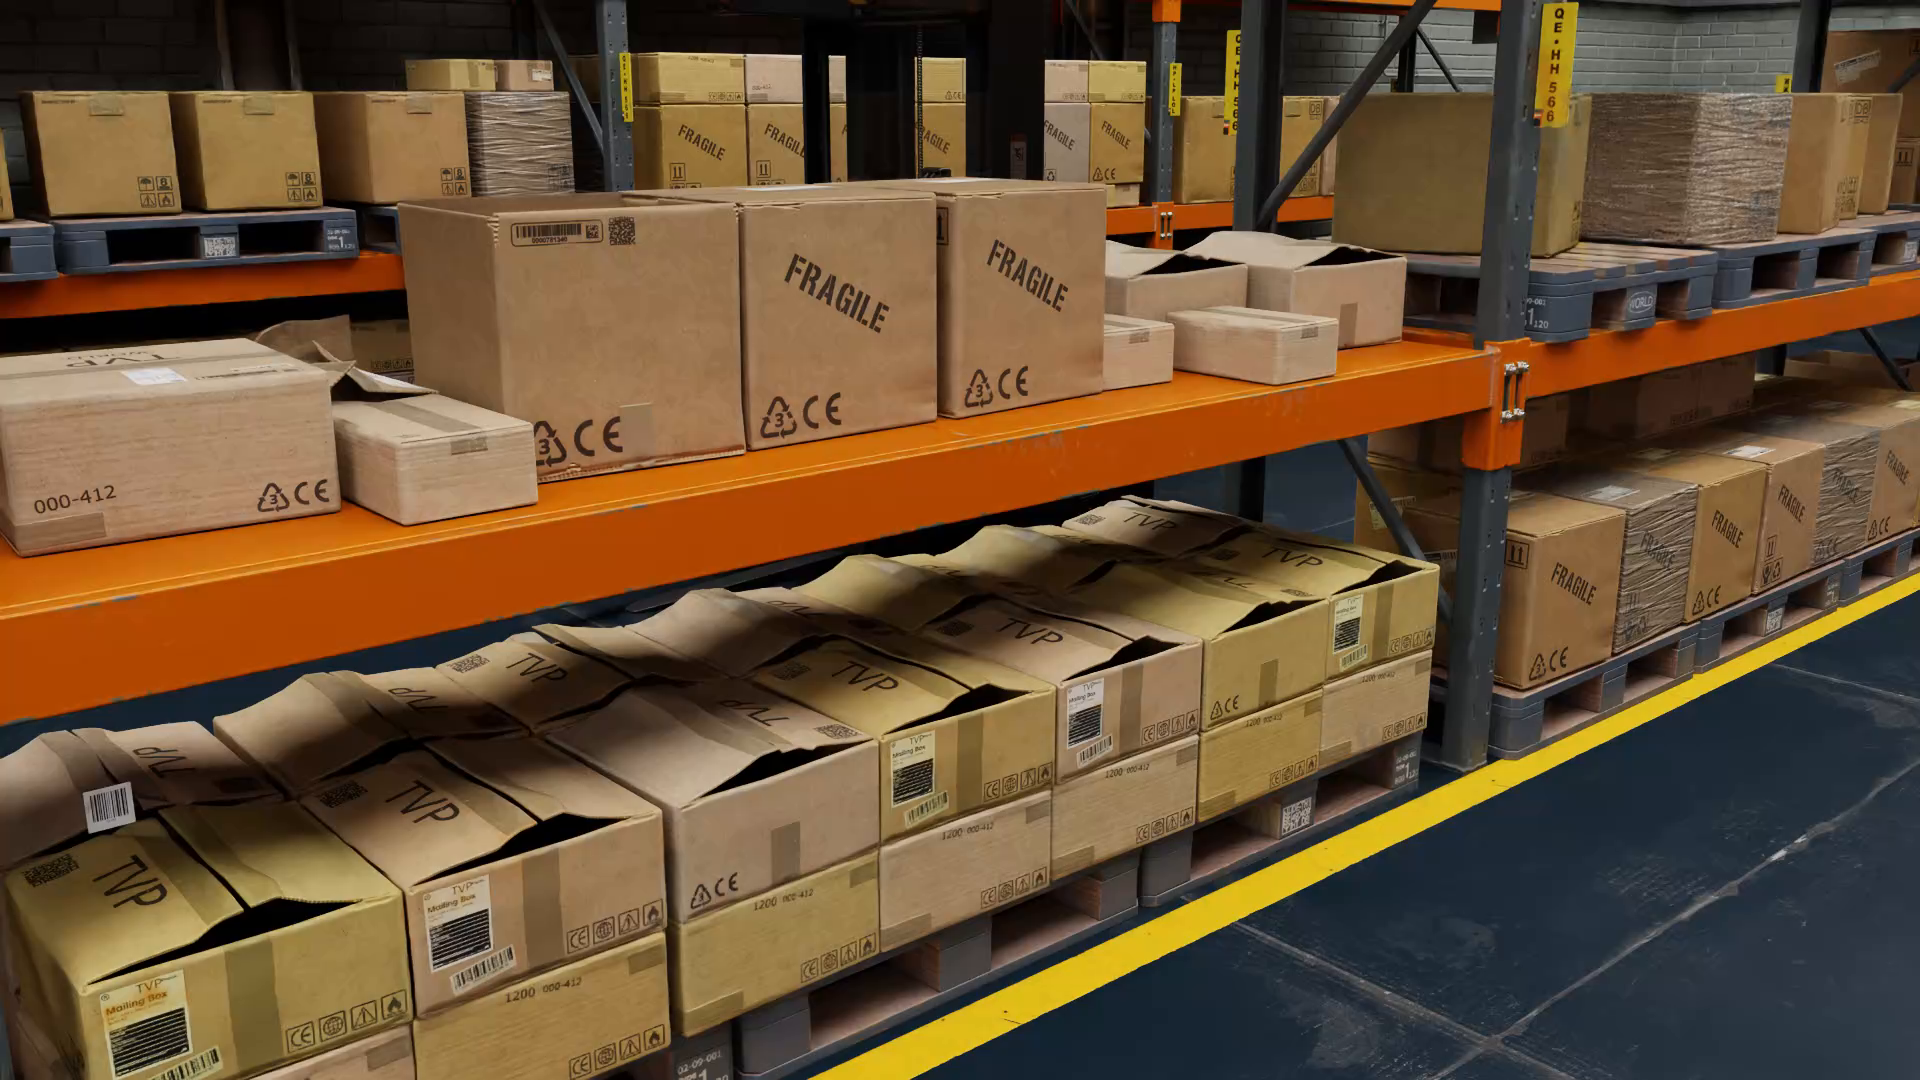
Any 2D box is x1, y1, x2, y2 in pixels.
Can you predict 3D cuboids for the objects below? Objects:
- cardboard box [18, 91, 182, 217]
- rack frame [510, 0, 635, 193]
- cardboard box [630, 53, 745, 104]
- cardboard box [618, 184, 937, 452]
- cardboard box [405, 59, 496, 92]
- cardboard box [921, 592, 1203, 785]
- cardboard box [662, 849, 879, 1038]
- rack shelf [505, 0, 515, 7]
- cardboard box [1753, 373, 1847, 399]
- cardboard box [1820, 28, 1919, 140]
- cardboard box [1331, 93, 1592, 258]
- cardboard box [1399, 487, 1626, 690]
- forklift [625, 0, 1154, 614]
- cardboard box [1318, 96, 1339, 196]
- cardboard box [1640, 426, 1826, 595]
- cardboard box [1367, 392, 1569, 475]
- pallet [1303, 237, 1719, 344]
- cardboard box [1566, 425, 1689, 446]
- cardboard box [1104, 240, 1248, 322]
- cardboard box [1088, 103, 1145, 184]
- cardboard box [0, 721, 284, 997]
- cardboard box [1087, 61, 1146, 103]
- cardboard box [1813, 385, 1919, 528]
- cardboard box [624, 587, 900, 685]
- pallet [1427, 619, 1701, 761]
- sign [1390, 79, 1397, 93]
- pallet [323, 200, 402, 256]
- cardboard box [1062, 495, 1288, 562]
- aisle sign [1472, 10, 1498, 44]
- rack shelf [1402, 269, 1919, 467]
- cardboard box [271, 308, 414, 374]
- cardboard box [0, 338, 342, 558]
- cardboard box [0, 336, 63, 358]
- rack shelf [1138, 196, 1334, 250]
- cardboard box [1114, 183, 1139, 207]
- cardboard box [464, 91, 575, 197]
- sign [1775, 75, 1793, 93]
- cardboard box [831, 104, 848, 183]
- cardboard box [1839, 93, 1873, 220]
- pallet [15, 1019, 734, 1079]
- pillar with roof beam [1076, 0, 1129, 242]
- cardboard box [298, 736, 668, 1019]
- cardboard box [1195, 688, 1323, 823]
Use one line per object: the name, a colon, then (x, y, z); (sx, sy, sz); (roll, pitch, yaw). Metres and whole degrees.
cardboard box: (-3.710, -1.676, 7.165); (0.500, 0.500, 0.700); (-10, 18, -32)
rack frame: (-2.001, -1.802, 8.684); (0.127, 3.000, 1.000); (-13, 19, -39)
cardboard box: (-1.468, -2.398, 8.651); (0.500, 0.250, 0.500); (-12, 19, -38)
cardboard box: (-0.399, -0.510, 3.653); (0.500, 0.500, 0.500); (-13, 19, -39)
cardboard box: (-2.475, -2.255, 8.075); (0.380, 0.149, 0.250); (12, 19, 38)
cardboard box: (0.249, 0.327, 4.140); (0.500, 0.311, 0.500); (-13, 20, -40)
cardboard box: (-0.522, 0.770, 3.569); (0.500, 0.250, 0.500); (-13, 20, -41)
rack shelf: (-3.510, -2.565, 7.121); (4.000, 0.370, 1.077); (-13, 19, -39)
cardboard box: (3.746, -0.486, 7.749); (0.500, 0.500, 0.500); (-14, 20, -42)
cardboard box: (4.482, -2.183, 7.980); (0.500, 0.500, 0.500); (-13, 19, -39)
cardboard box: (1.654, -1.218, 5.490); (0.700, 0.500, 0.500); (8, 17, 28)
cardboard box: (1.784, 0.135, 5.422); (0.500, 0.500, 0.500); (-12, 19, -37)
forklift: (-0.414, -1.294, 6.914); (1.130, 2.935, 3.031); (13, 20, 39)
cardboard box: (2.533, -2.961, 12.442); (0.700, 0.700, 0.980); (-14, 20, -42)
cardboard box: (2.947, -0.128, 6.407); (0.500, 0.500, 0.500); (-14, 20, -41)
cardboard box: (1.844, -0.420, 6.048); (0.500, 0.250, 0.500); (-12, 19, -37)
pallet: (1.718, -0.874, 5.582); (1.003, 0.211, 1.213); (-13, 19, -39)
cardboard box: (2.587, -0.225, 6.771); (0.500, 0.500, 0.500); (-14, 20, -41)
cardboard box: (0.451, -0.681, 4.661); (0.500, 0.311, 0.500); (-13, 20, -40)
cardboard box: (0.833, -2.554, 10.690); (0.500, 0.500, 0.500); (-13, 20, -40)
cardboard box: (-1.647, 0.570, 3.233); (0.500, 0.311, 0.500); (-13, 19, -39)
cardboard box: (0.832, -2.915, 10.587); (0.500, 0.250, 0.500); (-12, 19, -38)
cardboard box: (4.086, -0.381, 7.357); (0.500, 0.500, 0.500); (-13, 20, -40)
cardboard box: (-0.499, 0.312, 4.198); (0.500, 0.311, 0.500); (-13, 20, -40)
pallet: (1.841, 0.390, 5.882); (1.213, 0.211, 1.003); (-13, 19, -39)
sign: (3.674, -3.723, 14.044); (0.005, 0.325, 0.100); (-13, 19, -39)
pallet: (-2.469, -1.568, 8.179); (1.003, 0.211, 1.213); (-13, 19, -39)
cardboard box: (0.665, 0.048, 5.186); (0.500, 0.311, 0.500); (-12, 19, -38)
aisle sign: (4.285, -4.367, 13.249); (0.004, 0.787, 0.394); (-13, 19, -39)
rack shelf: (2.762, -0.830, 6.437); (4.000, 0.370, 1.077); (-13, 19, -39)
cardboard box: (-2.982, -0.953, 8.042); (0.500, 0.250, 0.500); (-12, 19, -38)
cardboard box: (-1.422, -0.180, 2.902); (0.500, 0.250, 0.500); (-11, 19, -36)
cardboard box: (-4.145, -0.695, 7.077); (0.500, 0.250, 0.500); (-13, 20, -41)
rack shelf: (2.525, -2.471, 12.582); (4.000, 0.370, 1.077); (-13, 19, -39)
cardboard box: (0.947, -2.256, 10.830); (0.250, 0.149, 0.380); (-12, 19, -39)
cardboard box: (-2.349, -1.981, 8.309); (0.700, 0.500, 0.500); (13, 20, 40)
sign: (3.909, -2.038, 7.892); (0.005, 0.325, 0.100); (-13, 19, -39)
cardboard box: (-0.691, -2.207, 9.391); (0.500, 0.500, 0.500); (-13, 20, -40)
cardboard box: (3.289, -1.602, 6.926); (0.500, 0.500, 0.700); (-9, 17, -31)
pallet: (-1.234, 1.054, 3.395); (1.213, 0.211, 1.003); (-13, 19, -39)
pillar with roof beam: (3.802, -4.827, 8.383); (0.400, 9.000, 9.100); (-13, 19, -39)
cardboard box: (-0.908, 0.589, 3.161); (0.500, 0.311, 0.500); (-13, 20, -40)
cardboard box: (0.630, 0.512, 4.536); (0.500, 0.250, 0.500); (-13, 20, -40)
